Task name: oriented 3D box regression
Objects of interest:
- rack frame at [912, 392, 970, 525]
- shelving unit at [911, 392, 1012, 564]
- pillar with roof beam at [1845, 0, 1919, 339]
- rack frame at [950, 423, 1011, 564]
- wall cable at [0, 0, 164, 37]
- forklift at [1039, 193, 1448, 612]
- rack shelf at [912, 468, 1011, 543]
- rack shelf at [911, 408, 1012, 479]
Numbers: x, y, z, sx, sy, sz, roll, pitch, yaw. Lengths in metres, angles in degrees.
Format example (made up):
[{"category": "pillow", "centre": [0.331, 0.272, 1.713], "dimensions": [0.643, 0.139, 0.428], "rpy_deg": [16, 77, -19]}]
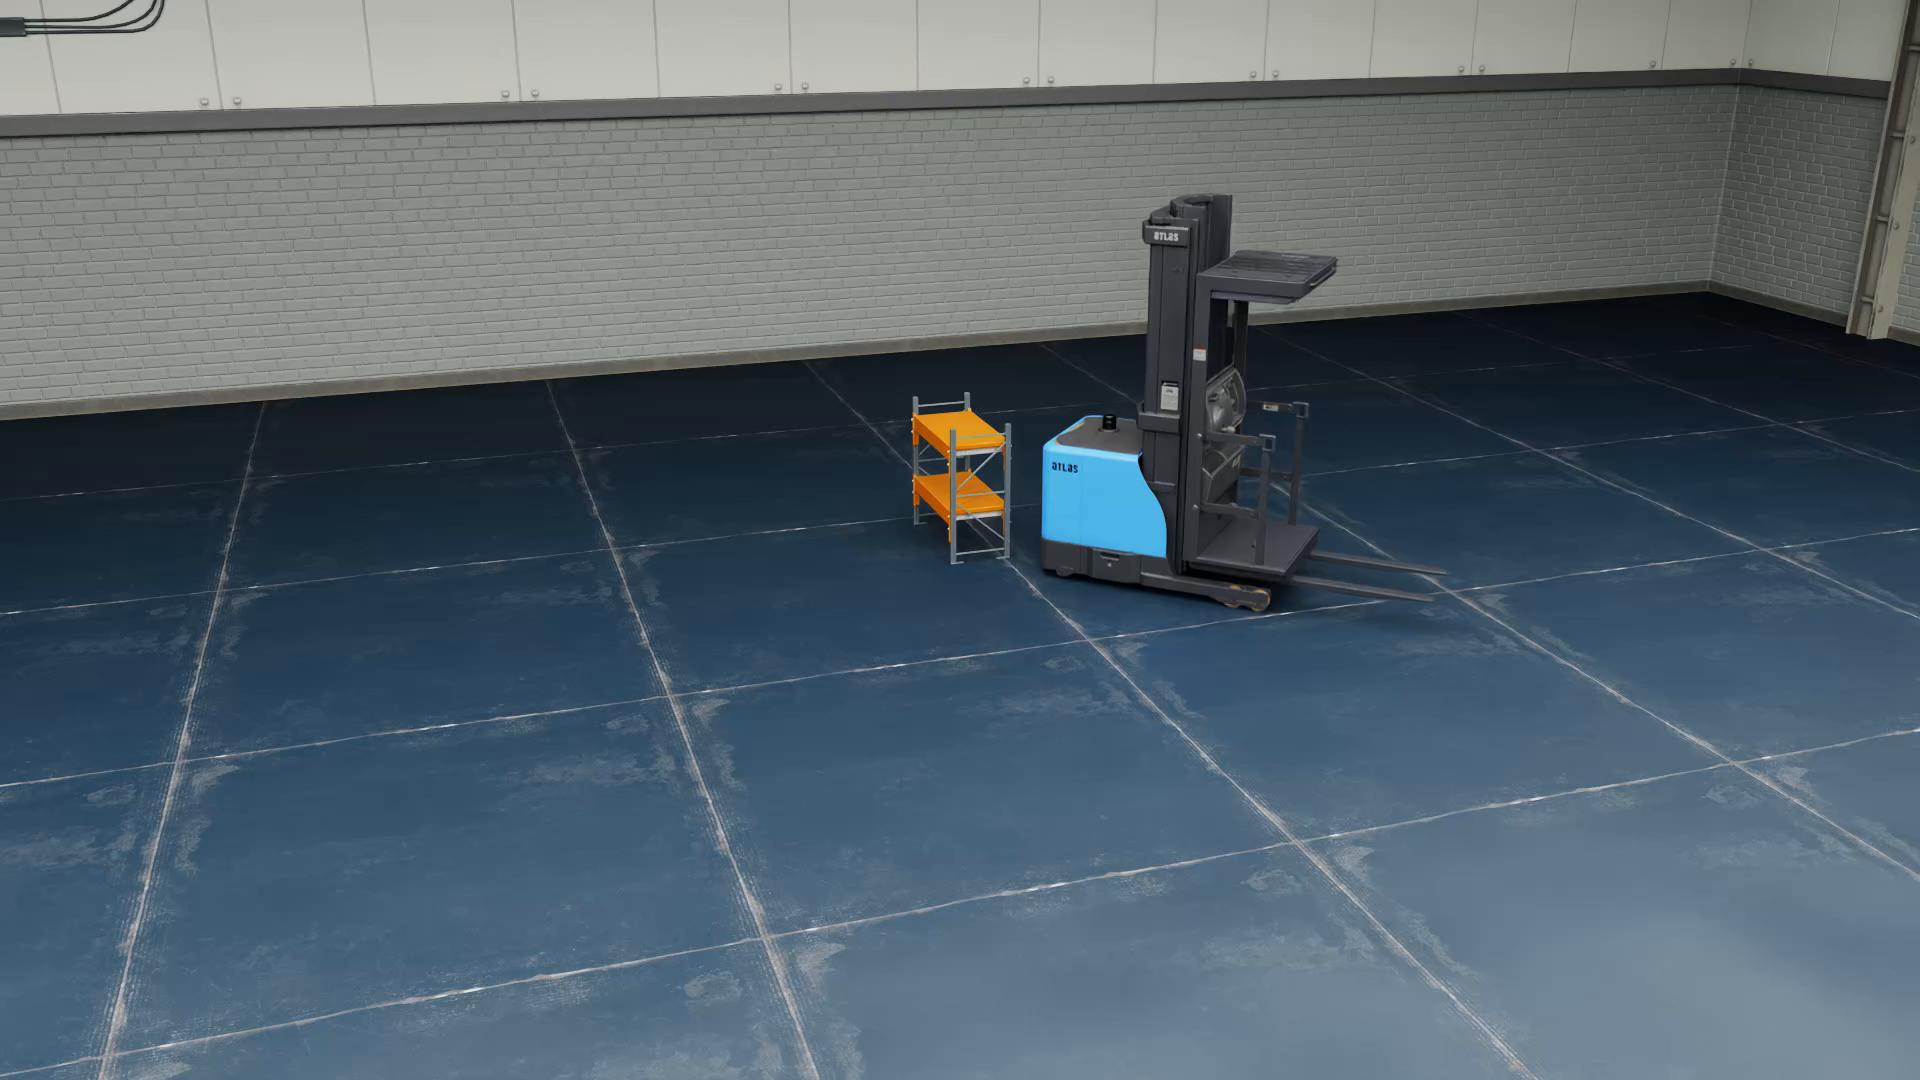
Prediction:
[{"category": "rack frame", "centre": [-0.158, -0.690, 14.174], "dimensions": [0.500, 1.125, 0.032], "rpy_deg": [-6, 21, -17]}, {"category": "shelving unit", "centre": [0.002, -0.527, 13.720], "dimensions": [0.538, 1.125, 1.048], "rpy_deg": [-6, 21, -17]}, {"category": "pillar with roof beam", "centre": [7.461, -6.386, 18.384], "dimensions": [9.100, 9.000, 0.400], "rpy_deg": [-6, 21, -17]}, {"category": "rack frame", "centre": [0.162, -0.364, 13.266], "dimensions": [0.500, 1.125, 0.032], "rpy_deg": [-6, 21, -17]}, {"category": "wall cable", "centre": [-9.009, -7.187, 15.582], "dimensions": [2.305, 6.003, 0.169], "rpy_deg": [-6, 21, -17]}, {"category": "forklift", "centre": [2.186, -1.046, 12.494], "dimensions": [3.031, 2.935, 1.130], "rpy_deg": [9, 22, 23]}, {"category": "rack shelf", "centre": [0.002, -0.297, 13.803], "dimensions": [0.538, 0.278, 1.000], "rpy_deg": [-6, 21, -17]}, {"category": "rack shelf", "centre": [0.002, -0.803, 13.621], "dimensions": [0.538, 0.278, 1.000], "rpy_deg": [-6, 21, -17]}]
